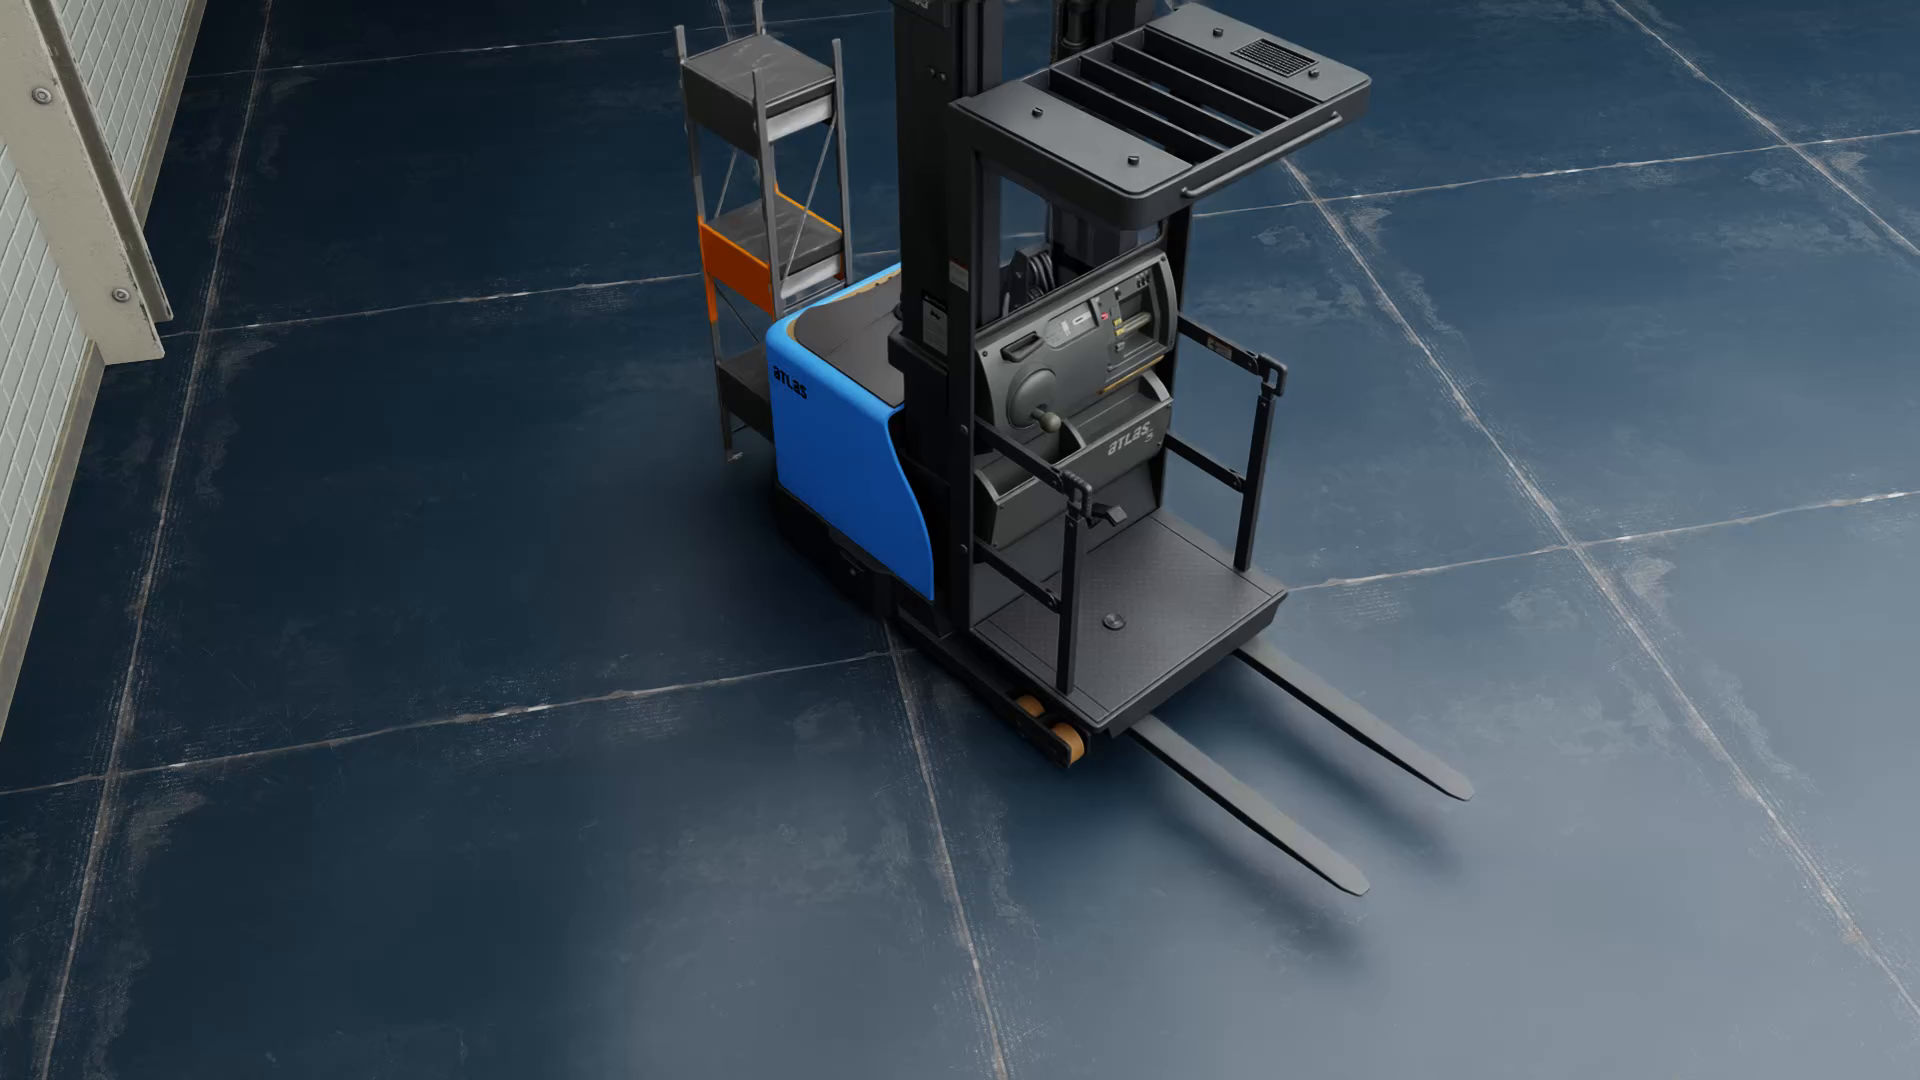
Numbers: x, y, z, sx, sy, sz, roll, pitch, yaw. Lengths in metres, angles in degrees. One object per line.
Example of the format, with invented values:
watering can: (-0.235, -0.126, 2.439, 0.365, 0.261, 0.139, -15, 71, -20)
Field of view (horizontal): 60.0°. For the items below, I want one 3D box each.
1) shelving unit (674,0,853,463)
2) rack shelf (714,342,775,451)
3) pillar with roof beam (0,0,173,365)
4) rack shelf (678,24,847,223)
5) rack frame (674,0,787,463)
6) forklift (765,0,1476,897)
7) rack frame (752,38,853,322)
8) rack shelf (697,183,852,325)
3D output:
shelving unit: (-0.761, -1.111, 6.920, 0.431, 2.100, 0.503, -31, 50, -30)
rack shelf: (-0.761, -0.578, 7.394, 0.431, 0.518, 0.480, -31, 50, -30)
pillar with roof beam: (0.047, -4.994, 6.098, 9.100, 9.000, 0.400, -8, 42, -9)
rack shelf: (-0.761, -1.625, 6.465, 0.431, 0.518, 0.480, -31, 50, -30)
rack frame: (-0.925, -1.231, 7.055, 0.400, 2.100, 0.015, -31, 50, -30)
forklift: (0.570, -0.628, 5.750, 1.130, 2.935, 3.031, -31, 50, -30)
rack frame: (-0.597, -0.991, 6.785, 0.400, 2.100, 0.015, -31, 50, -30)
rack shelf: (-0.761, -1.101, 6.929, 0.431, 0.518, 0.480, -31, 50, -30)
